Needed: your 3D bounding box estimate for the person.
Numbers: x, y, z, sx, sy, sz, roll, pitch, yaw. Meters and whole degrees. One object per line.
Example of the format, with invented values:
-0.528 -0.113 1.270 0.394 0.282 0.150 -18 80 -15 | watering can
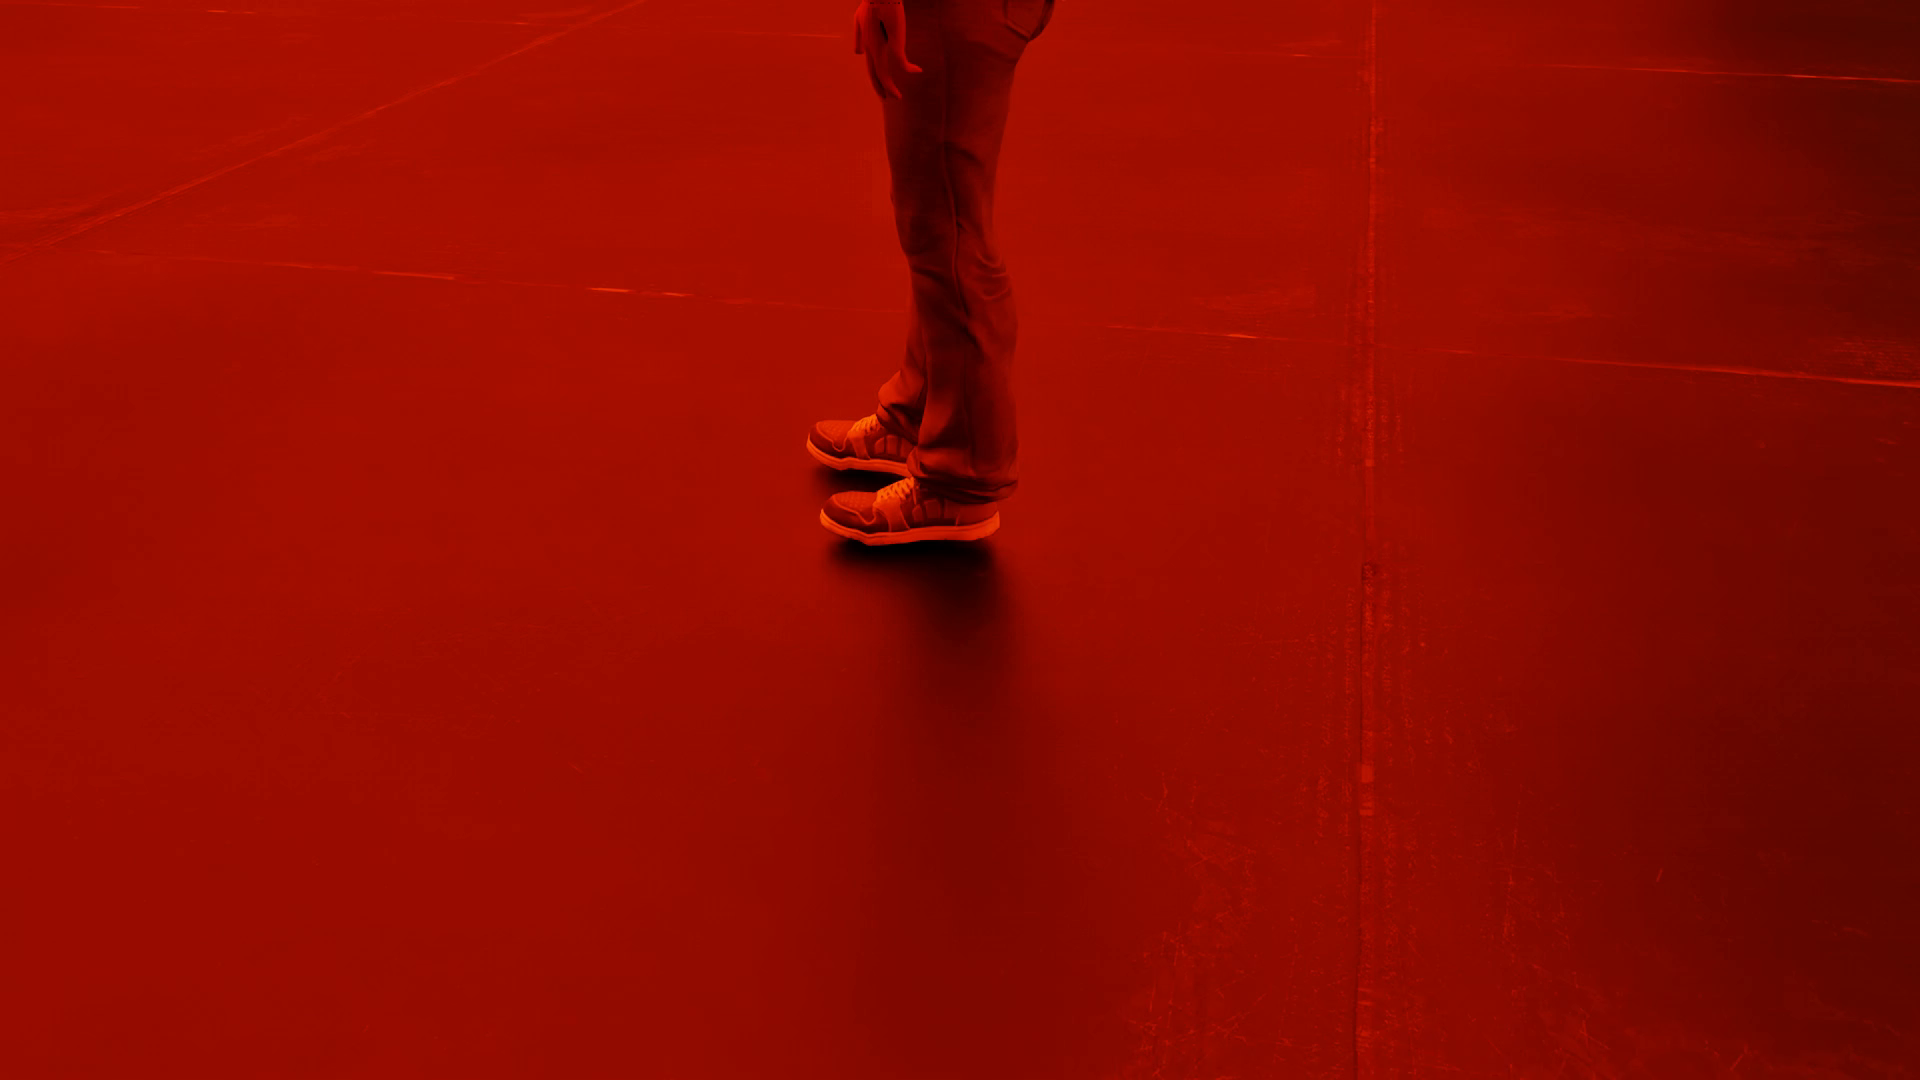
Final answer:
-0.070 -0.733 2.164 0.473 1.599 0.521 6 27 11 | person
